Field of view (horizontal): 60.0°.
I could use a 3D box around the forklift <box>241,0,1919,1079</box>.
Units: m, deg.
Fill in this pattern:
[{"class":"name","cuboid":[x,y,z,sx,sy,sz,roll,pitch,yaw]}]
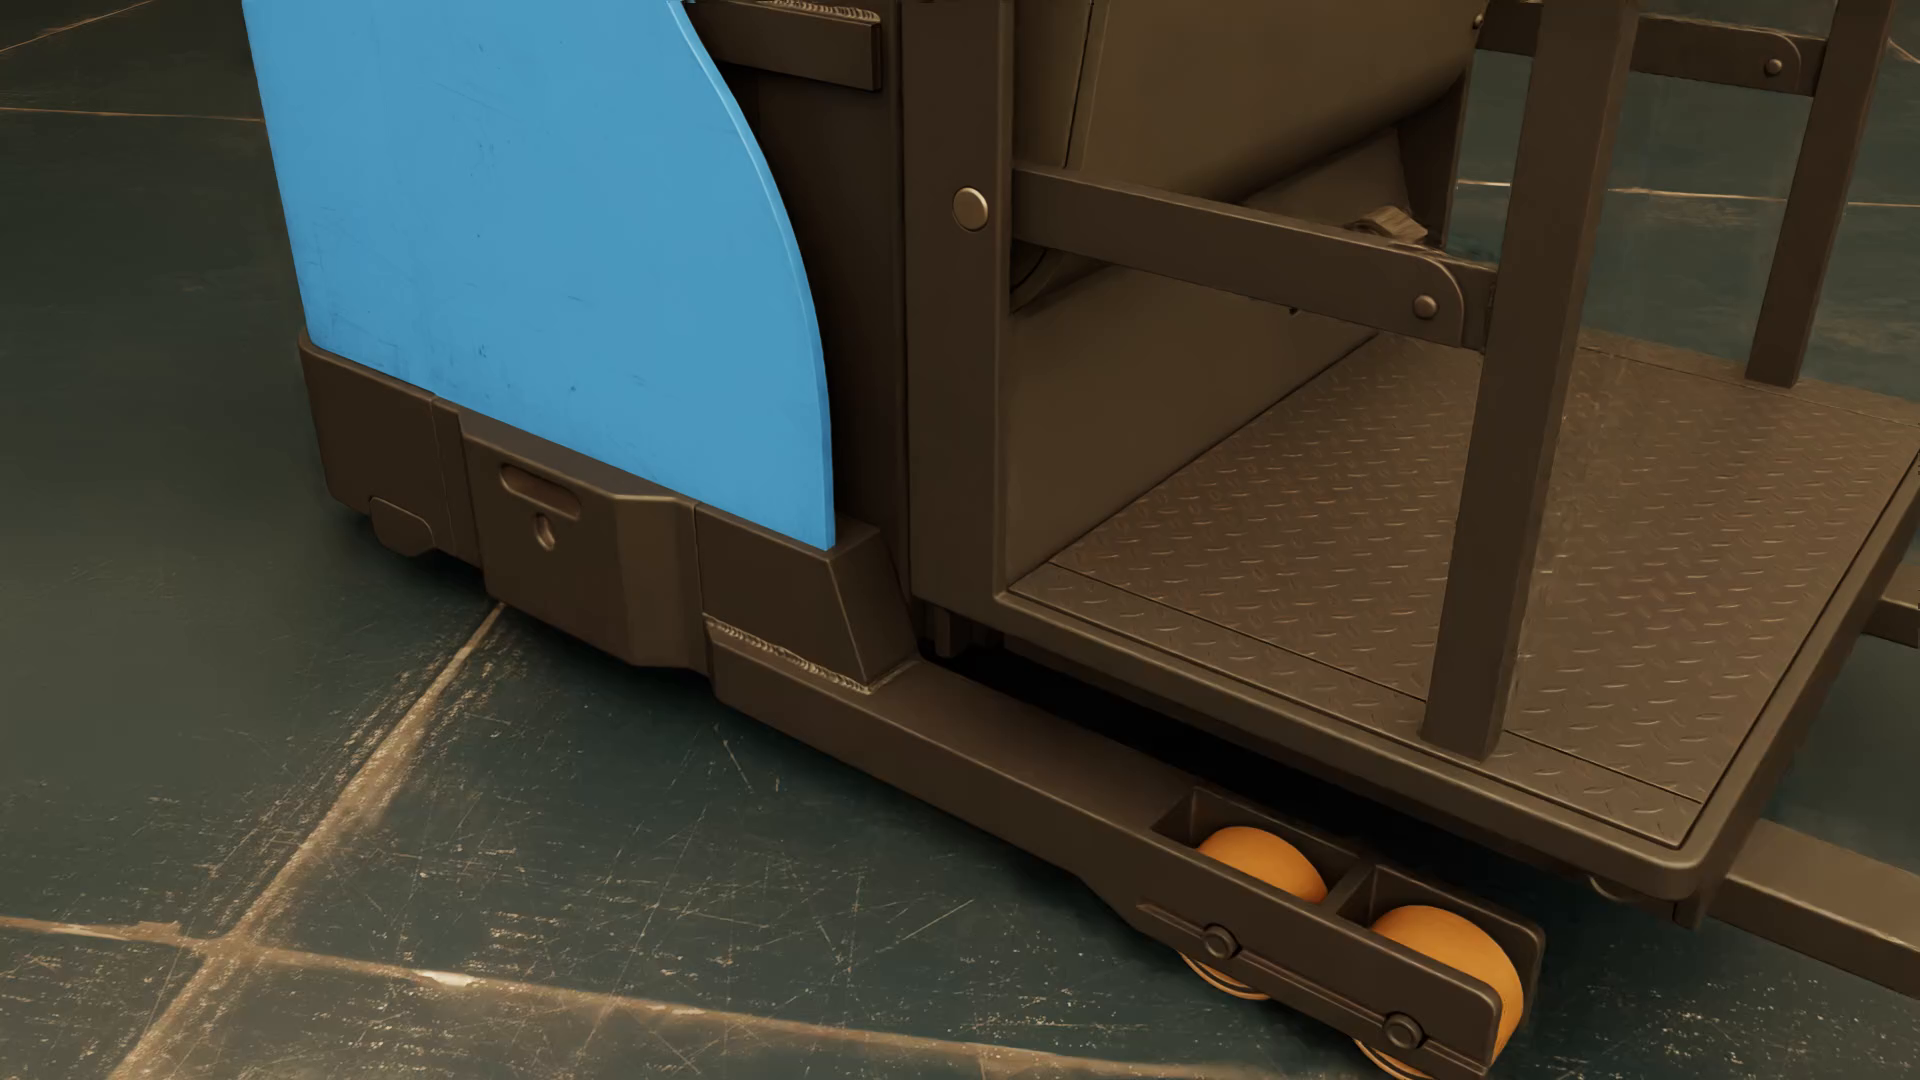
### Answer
[{"class":"forklift","cuboid":[0.524,-1.058,1.386,3.031,2.935,1.130,20,35,32]}]
